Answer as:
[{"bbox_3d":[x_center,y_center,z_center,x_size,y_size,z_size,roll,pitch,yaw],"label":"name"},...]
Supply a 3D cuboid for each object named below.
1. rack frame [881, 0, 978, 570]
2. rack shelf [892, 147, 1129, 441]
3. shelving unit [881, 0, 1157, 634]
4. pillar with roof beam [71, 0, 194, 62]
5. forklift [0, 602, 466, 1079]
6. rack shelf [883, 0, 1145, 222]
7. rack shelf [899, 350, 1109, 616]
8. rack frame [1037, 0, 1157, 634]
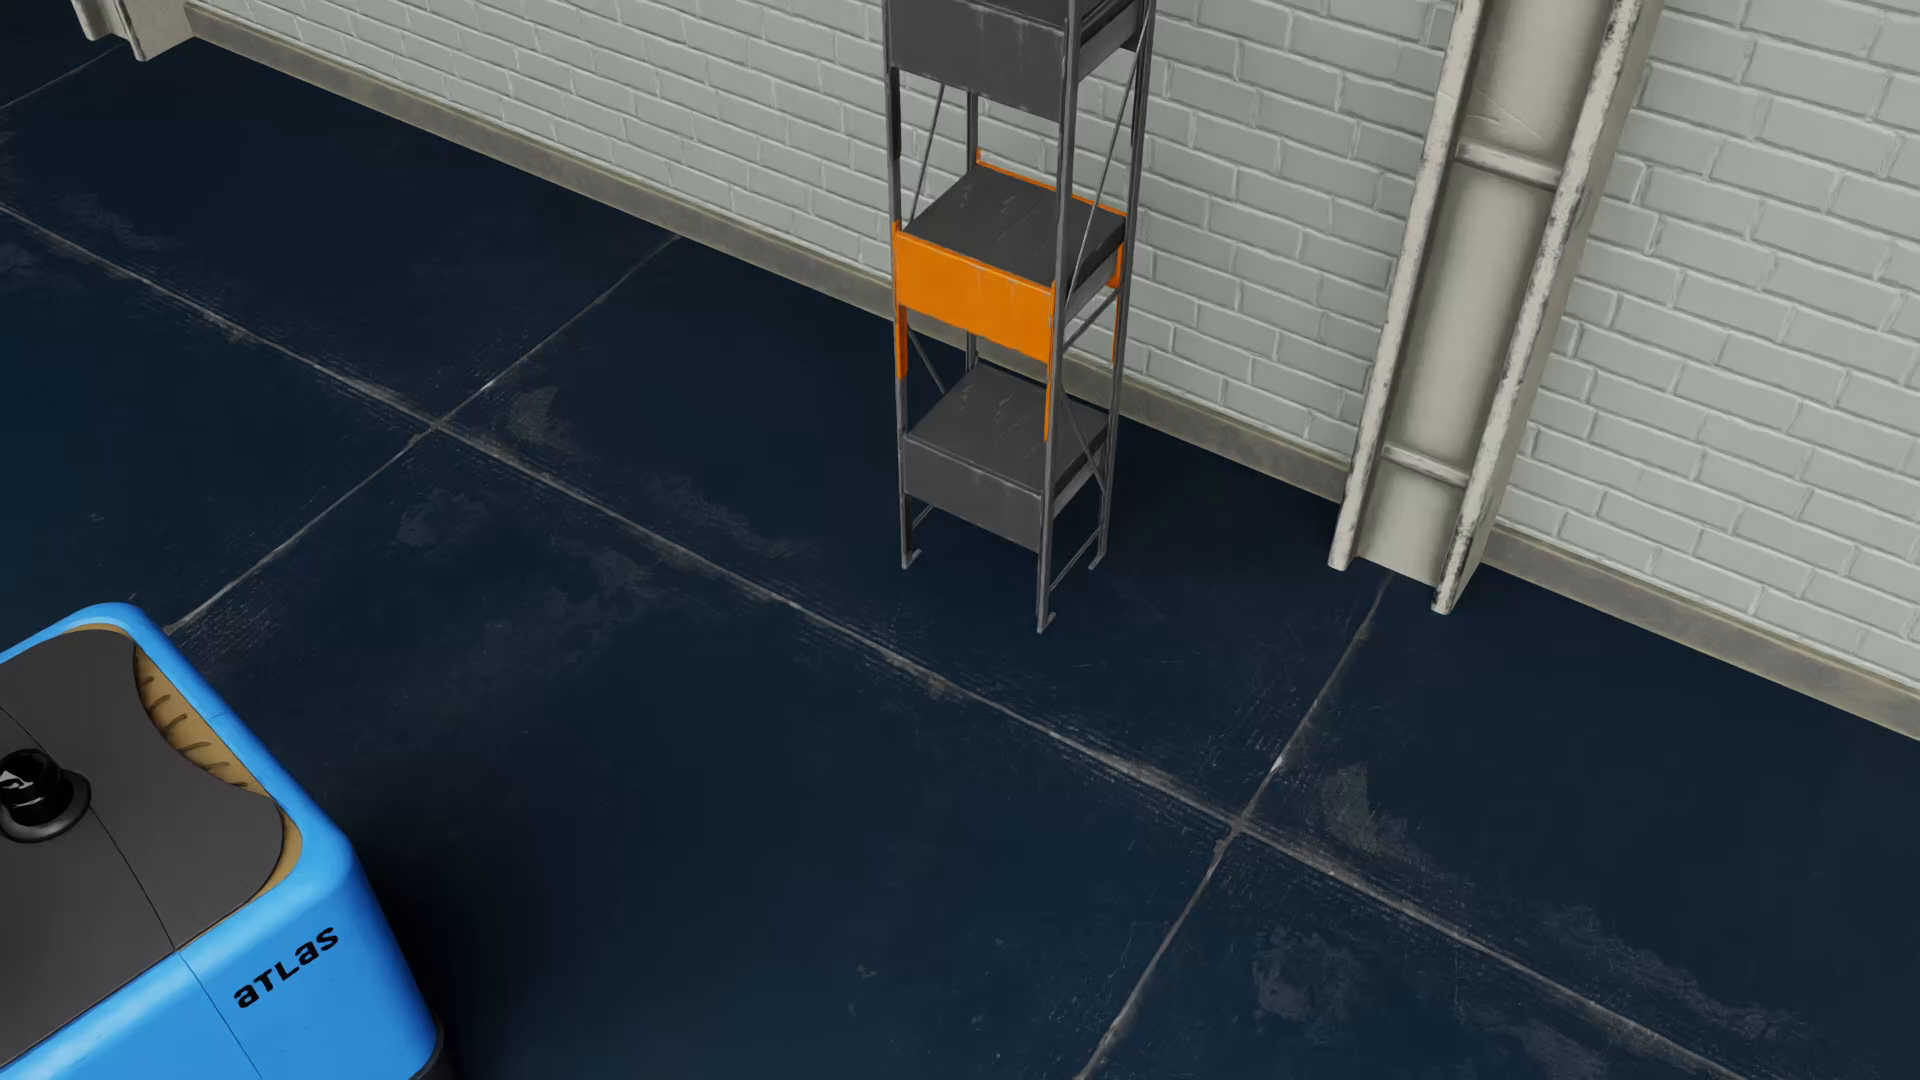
[{"bbox_3d":[-0.066,-0.762,4.526,0.015,2.100,0.400,25,51,22],"label":"rack frame"},{"bbox_3d":[0.139,-0.658,4.444,0.480,0.518,0.431,25,51,22],"label":"rack shelf"},{"bbox_3d":[0.139,-0.668,4.435,0.503,2.100,0.431,25,51,22],"label":"shelving unit"},{"bbox_3d":[-5.984,-2.800,1.696,0.400,9.000,9.100,25,51,22],"label":"pillar with roof beam"},{"bbox_3d":[-2.550,0.832,2.398,1.130,2.935,3.031,35,55,29],"label":"forklift"},{"bbox_3d":[0.139,-1.146,3.942,0.480,0.518,0.431,25,51,22],"label":"rack shelf"},{"bbox_3d":[0.139,-0.170,4.946,0.480,0.518,0.431,25,51,22],"label":"rack shelf"},{"bbox_3d":[0.345,-0.573,4.343,0.015,2.100,0.400,25,51,22],"label":"rack frame"}]
